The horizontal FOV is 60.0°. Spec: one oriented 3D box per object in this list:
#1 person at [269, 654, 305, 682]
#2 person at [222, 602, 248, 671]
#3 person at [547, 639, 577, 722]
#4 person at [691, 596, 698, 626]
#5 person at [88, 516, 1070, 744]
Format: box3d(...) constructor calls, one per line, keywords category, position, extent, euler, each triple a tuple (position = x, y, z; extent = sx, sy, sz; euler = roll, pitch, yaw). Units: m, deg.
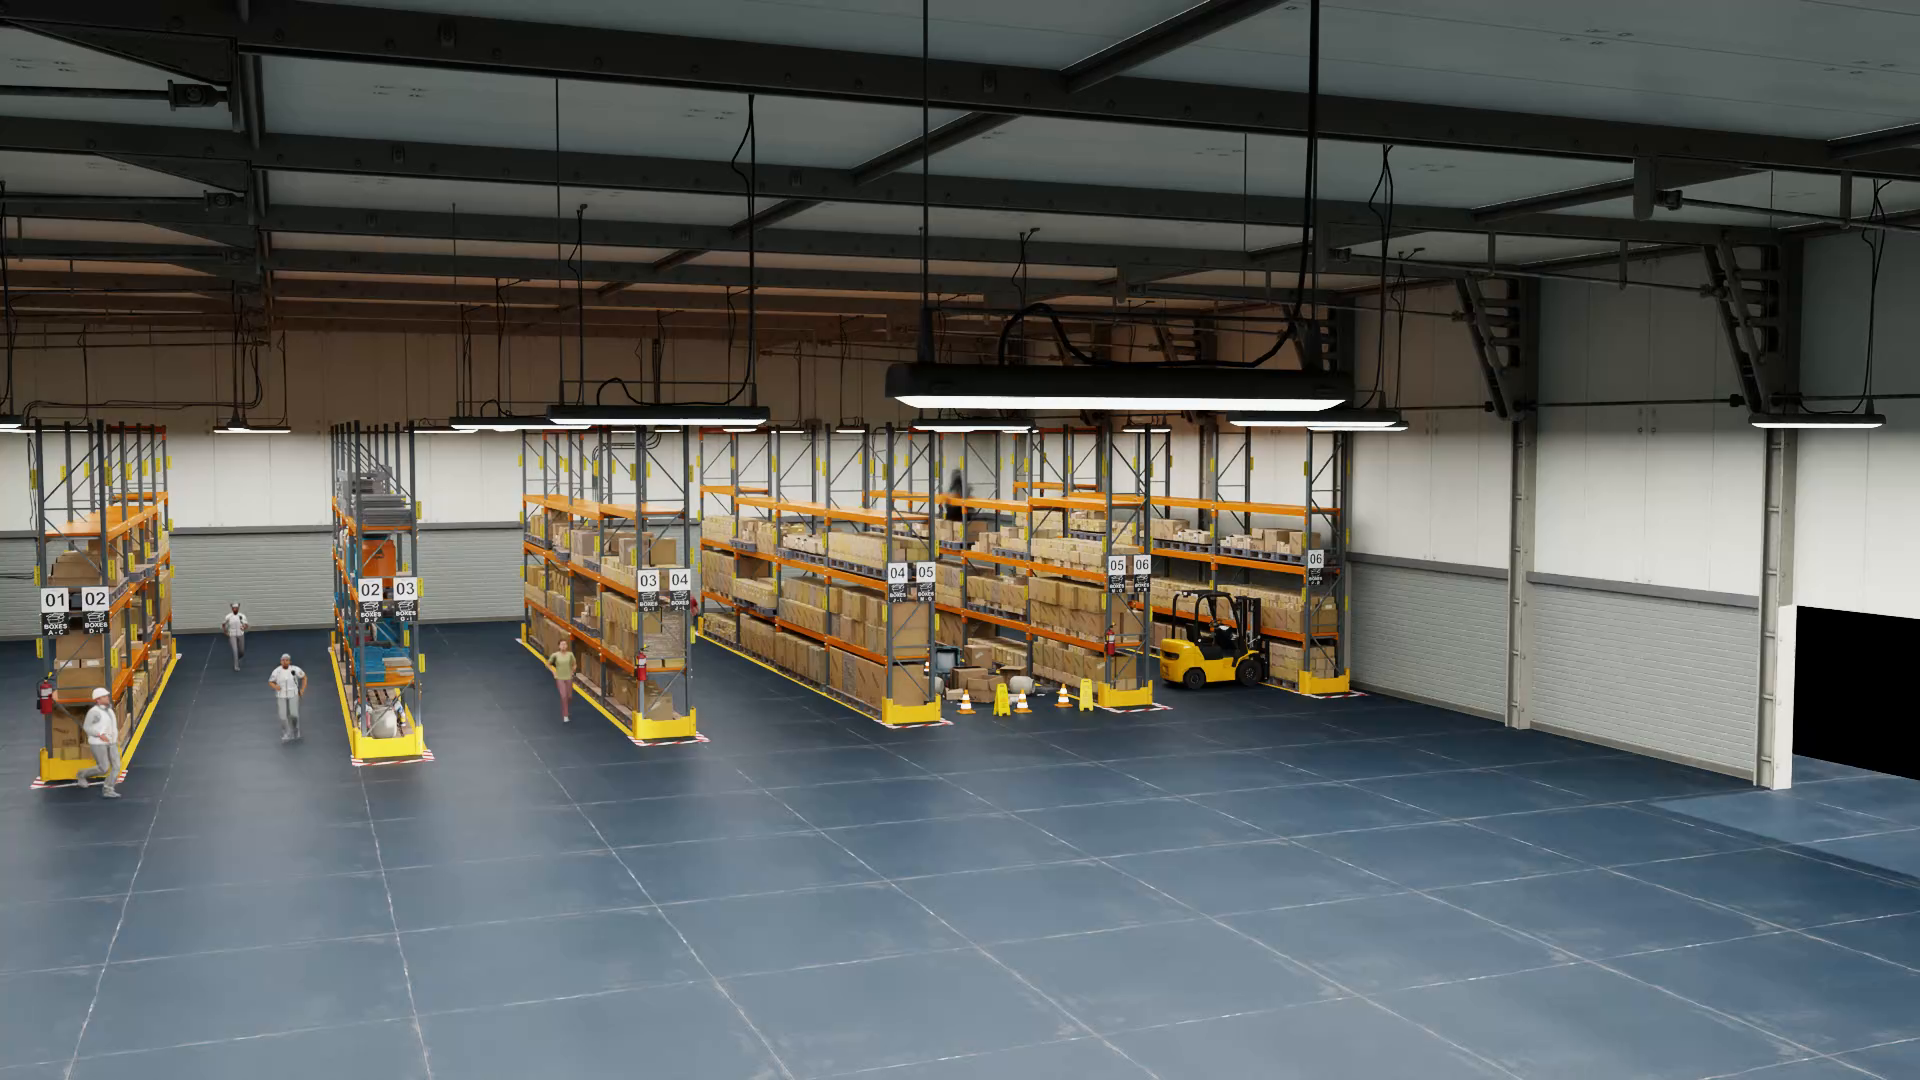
box3d(category="person", position=(-12.610, 2.487, 31.127), extent=(0.620, 0.722, 0.372), euler=(-1, 4, -17))
box3d(category="person", position=(-17.723, 2.344, 40.693), extent=(0.588, 1.666, 0.786), euler=(-2, 4, -30))
box3d(category="person", position=(-8.011, 2.814, 33.512), extent=(0.588, 1.642, 0.688), euler=(-2, 4, -26))
box3d(category="person", position=(-7.322, 2.071, 44.445), extent=(0.639, 1.611, 0.802), euler=(-2, 4, -26))
box3d(category="person", position=(-5.319, 1.273, 37.083), extent=(12.883, 2.566, 24.687), euler=(1, 4, 10))
